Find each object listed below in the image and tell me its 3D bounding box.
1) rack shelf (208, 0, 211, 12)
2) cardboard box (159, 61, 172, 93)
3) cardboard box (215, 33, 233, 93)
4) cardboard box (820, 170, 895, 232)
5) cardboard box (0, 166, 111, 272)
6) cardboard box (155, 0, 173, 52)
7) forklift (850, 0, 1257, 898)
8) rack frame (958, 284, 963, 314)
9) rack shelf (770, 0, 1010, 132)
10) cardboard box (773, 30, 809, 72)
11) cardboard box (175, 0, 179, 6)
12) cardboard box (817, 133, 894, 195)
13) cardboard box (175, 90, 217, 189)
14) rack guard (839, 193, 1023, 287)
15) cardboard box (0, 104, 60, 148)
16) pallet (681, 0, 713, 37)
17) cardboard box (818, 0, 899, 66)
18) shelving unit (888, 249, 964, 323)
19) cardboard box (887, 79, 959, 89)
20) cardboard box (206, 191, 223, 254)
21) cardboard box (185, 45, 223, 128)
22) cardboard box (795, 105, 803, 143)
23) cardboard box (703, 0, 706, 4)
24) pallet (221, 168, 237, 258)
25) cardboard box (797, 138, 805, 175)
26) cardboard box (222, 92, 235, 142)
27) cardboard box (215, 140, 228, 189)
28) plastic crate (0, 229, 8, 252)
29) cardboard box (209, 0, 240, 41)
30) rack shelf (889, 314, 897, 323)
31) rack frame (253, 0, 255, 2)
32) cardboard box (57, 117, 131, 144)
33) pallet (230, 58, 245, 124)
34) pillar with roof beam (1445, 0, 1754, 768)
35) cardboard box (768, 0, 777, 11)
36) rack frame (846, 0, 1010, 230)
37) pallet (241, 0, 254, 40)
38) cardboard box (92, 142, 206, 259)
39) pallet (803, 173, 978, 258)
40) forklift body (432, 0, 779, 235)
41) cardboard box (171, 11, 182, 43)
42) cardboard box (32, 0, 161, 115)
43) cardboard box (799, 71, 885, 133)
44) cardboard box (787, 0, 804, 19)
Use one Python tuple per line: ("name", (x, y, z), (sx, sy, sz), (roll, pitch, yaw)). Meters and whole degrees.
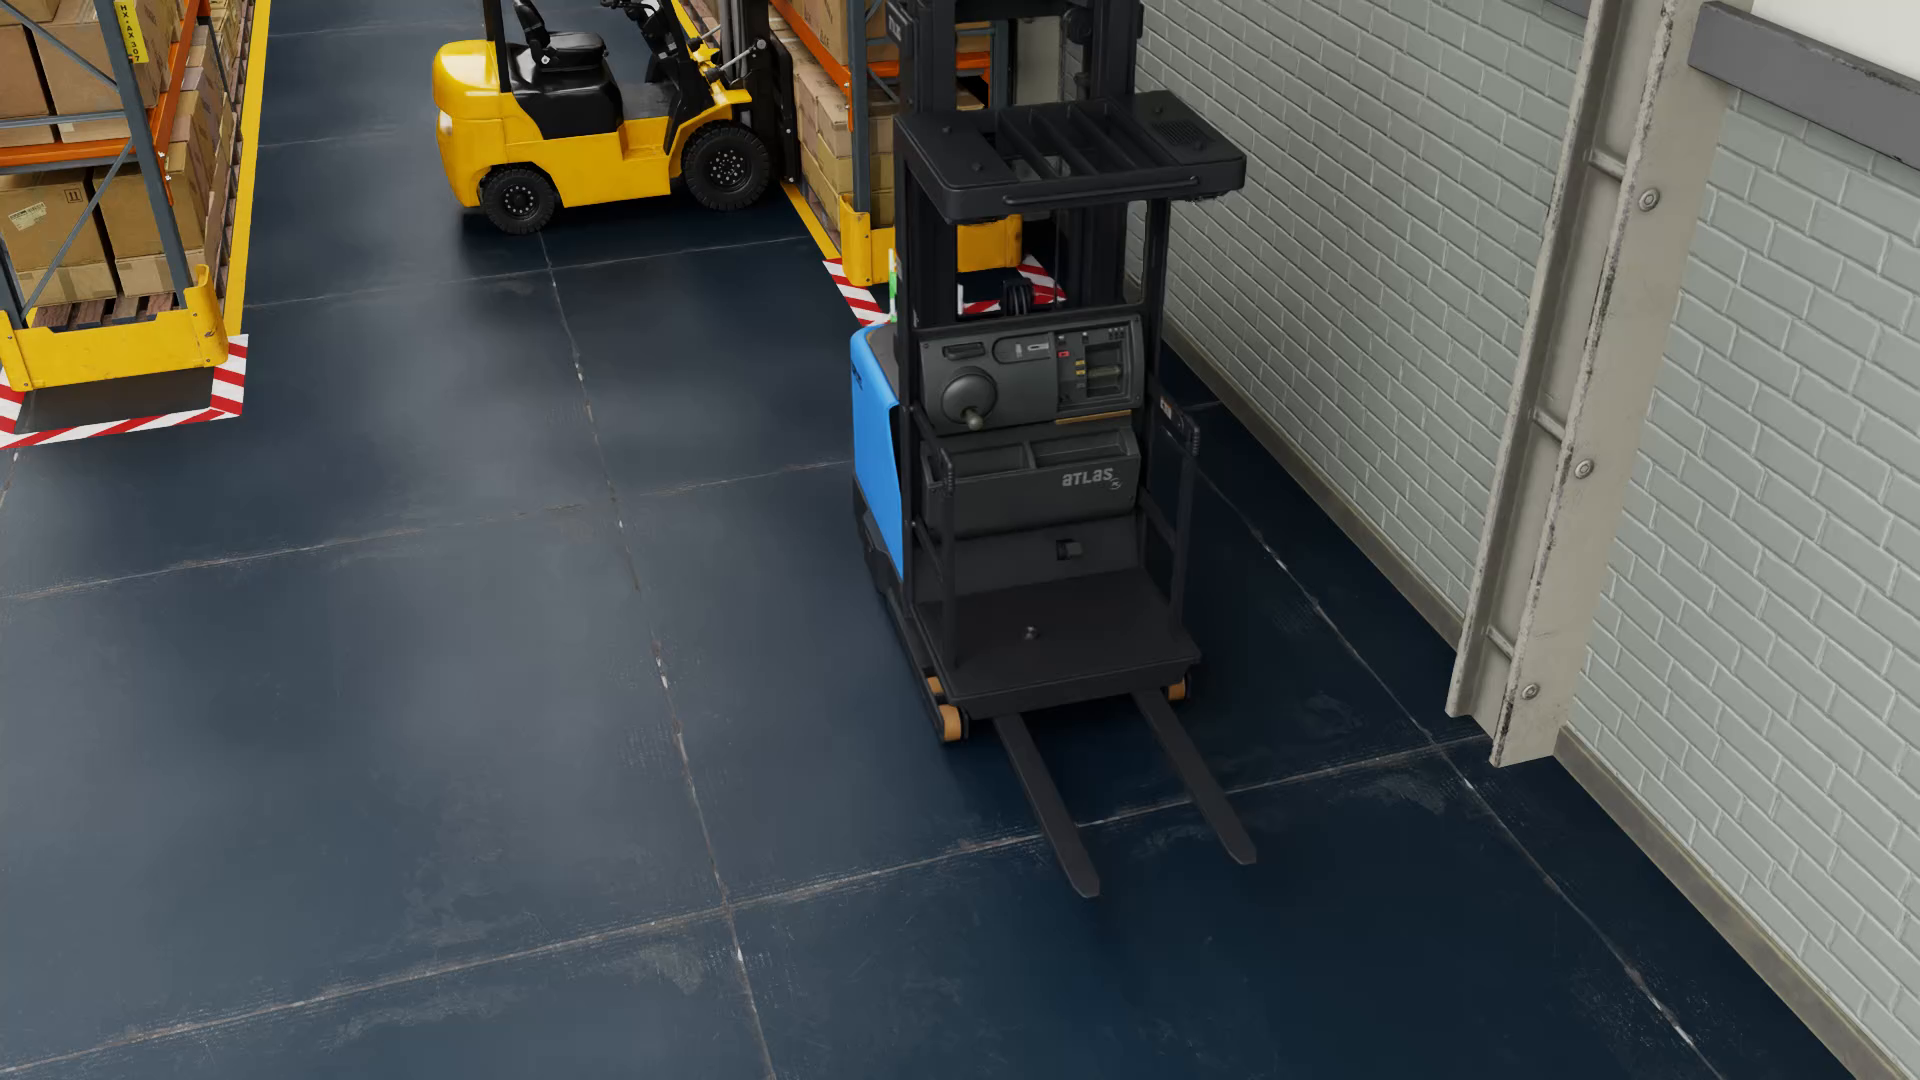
("rack shelf", (-6.745, -5.091, 13.886), (1.077, 0.370, 4.000), (-10, 35, -15))
("cardboard box", (-4.949, -2.774, 9.954), (0.380, 0.149, 0.250), (-9, 35, -14))
("cardboard box", (-6.297, -3.695, 13.124), (0.950, 0.372, 0.625), (-10, 35, -14))
("cardboard box", (-0.633, -2.299, 11.122), (0.500, 0.250, 0.500), (-10, 35, -14))
("cardboard box", (-5.408, -1.959, 9.927), (0.500, 0.500, 0.500), (-10, 35, -14))
("cardboard box", (-5.113, -3.241, 10.073), (0.500, 0.500, 0.500), (-11, 35, -16))
("forklift", (0.357, -0.617, 6.524), (1.130, 2.935, 3.031), (-9, 34, -13))
("rack frame", (-0.105, -0.699, 8.219), (0.240, 1.200, 0.015), (-9, 34, -13))
("rack shelf", (-0.799, -3.828, 11.974), (1.077, 0.370, 4.000), (-10, 35, -15))
("cardboard box", (-1.099, -3.510, 12.047), (0.500, 0.250, 0.500), (-11, 35, -16))
("cardboard box", (-5.437, -3.775, 10.881), (0.500, 0.500, 0.500), (-9, 35, -13))
("cardboard box", (-0.635, -2.517, 10.999), (0.500, 0.250, 0.500), (-10, 35, -15))
("cardboard box", (-5.214, -2.603, 10.901), (0.500, 0.500, 0.500), (-9, 35, -14))
("rack guard", (-0.182, -2.022, 10.857), (1.175, 0.500, 0.348), (-10, 35, -15))
("cardboard box", (-5.233, -2.297, 9.233), (0.380, 0.149, 0.250), (-9, 34, -13))
("pallet", (-2.047, -5.036, 15.680), (1.003, 0.211, 1.213), (-10, 35, -15))
("cardboard box", (-0.589, -3.334, 10.484), (0.500, 0.500, 0.500), (-11, 35, -16))
("shelving unit", (-0.171, -0.828, 8.415), (0.258, 1.200, 0.503), (-9, 34, -13))
("cardboard box", (-0.311, -3.069, 11.380), (0.500, 0.250, 0.500), (-10, 35, -15))
("cardboard box", (-5.046, -2.008, 10.682), (0.500, 0.250, 0.500), (-9, 34, -13))
("cardboard box", (-5.542, -3.150, 11.729), (0.500, 0.500, 0.500), (-9, 35, -14))
("cardboard box", (-0.955, -3.050, 11.805), (0.500, 0.250, 0.500), (-11, 35, -16))
("cardboard box", (-2.040, -5.438, 15.531), (0.875, 0.625, 0.625), (-11, 35, -17))
("pallet", (-5.521, -2.190, 11.372), (1.003, 0.211, 1.213), (-10, 35, -15))
("cardboard box", (-0.920, -2.826, 11.919), (0.500, 0.250, 0.500), (-10, 35, -14))
("cardboard box", (-5.699, -3.104, 12.340), (0.500, 0.250, 0.500), (-8, 34, -13))
("cardboard box", (-5.376, -2.558, 11.514), (0.500, 0.250, 0.500), (-9, 35, -14))
("plastic crate", (-6.437, -2.161, 11.448), (0.402, 0.080, 0.583), (-23, 40, -31))
("cardboard box", (-6.734, -4.437, 14.246), (0.950, 0.372, 0.625), (-9, 34, -13))
("rack shelf", (-0.171, -0.975, 8.318), (0.258, 0.148, 0.480), (-9, 34, -13))
("rack frame", (-7.355, -6.441, 15.277), (1.000, 3.000, 0.127), (-10, 35, -15))
("cardboard box", (-4.821, -2.349, 9.313), (0.380, 0.149, 0.250), (-10, 35, -15))
("pallet", (-6.374, -3.586, 13.486), (1.003, 0.211, 1.213), (-10, 35, -15))
("pillar with roof beam", (-1.813, -2.224, 3.453), (9.100, 9.000, 0.400), (-10, 35, -15))
("cardboard box", (-1.414, -4.046, 12.859), (0.500, 0.250, 0.500), (-10, 35, -15))
("rack frame", (-0.189, -3.078, 10.187), (1.000, 3.000, 0.127), (-10, 35, -15))
("pallet", (-7.118, -4.867, 15.425), (1.003, 0.211, 1.213), (-10, 35, -15))
("cardboard box", (-4.905, -2.064, 10.086), (0.500, 0.500, 0.500), (-11, 35, -16))
("pallet", (-0.462, -2.309, 11.553), (1.003, 0.211, 1.213), (-10, 35, -15))
("forklift body", (-2.505, -3.413, 11.463), (2.313, 2.155, 1.214), (-10, 35, -15))
("cardboard box", (-5.271, -3.318, 10.778), (0.380, 0.149, 0.250), (-10, 35, -14))
("cardboard box", (-4.795, -2.702, 9.258), (0.500, 0.500, 0.500), (-11, 35, -15))
("cardboard box", (-0.788, -2.979, 11.244), (0.500, 0.250, 0.500), (-9, 35, -14))
("cardboard box", (-0.895, -3.877, 11.305), (0.500, 0.500, 0.500), (-11, 35, -16))
